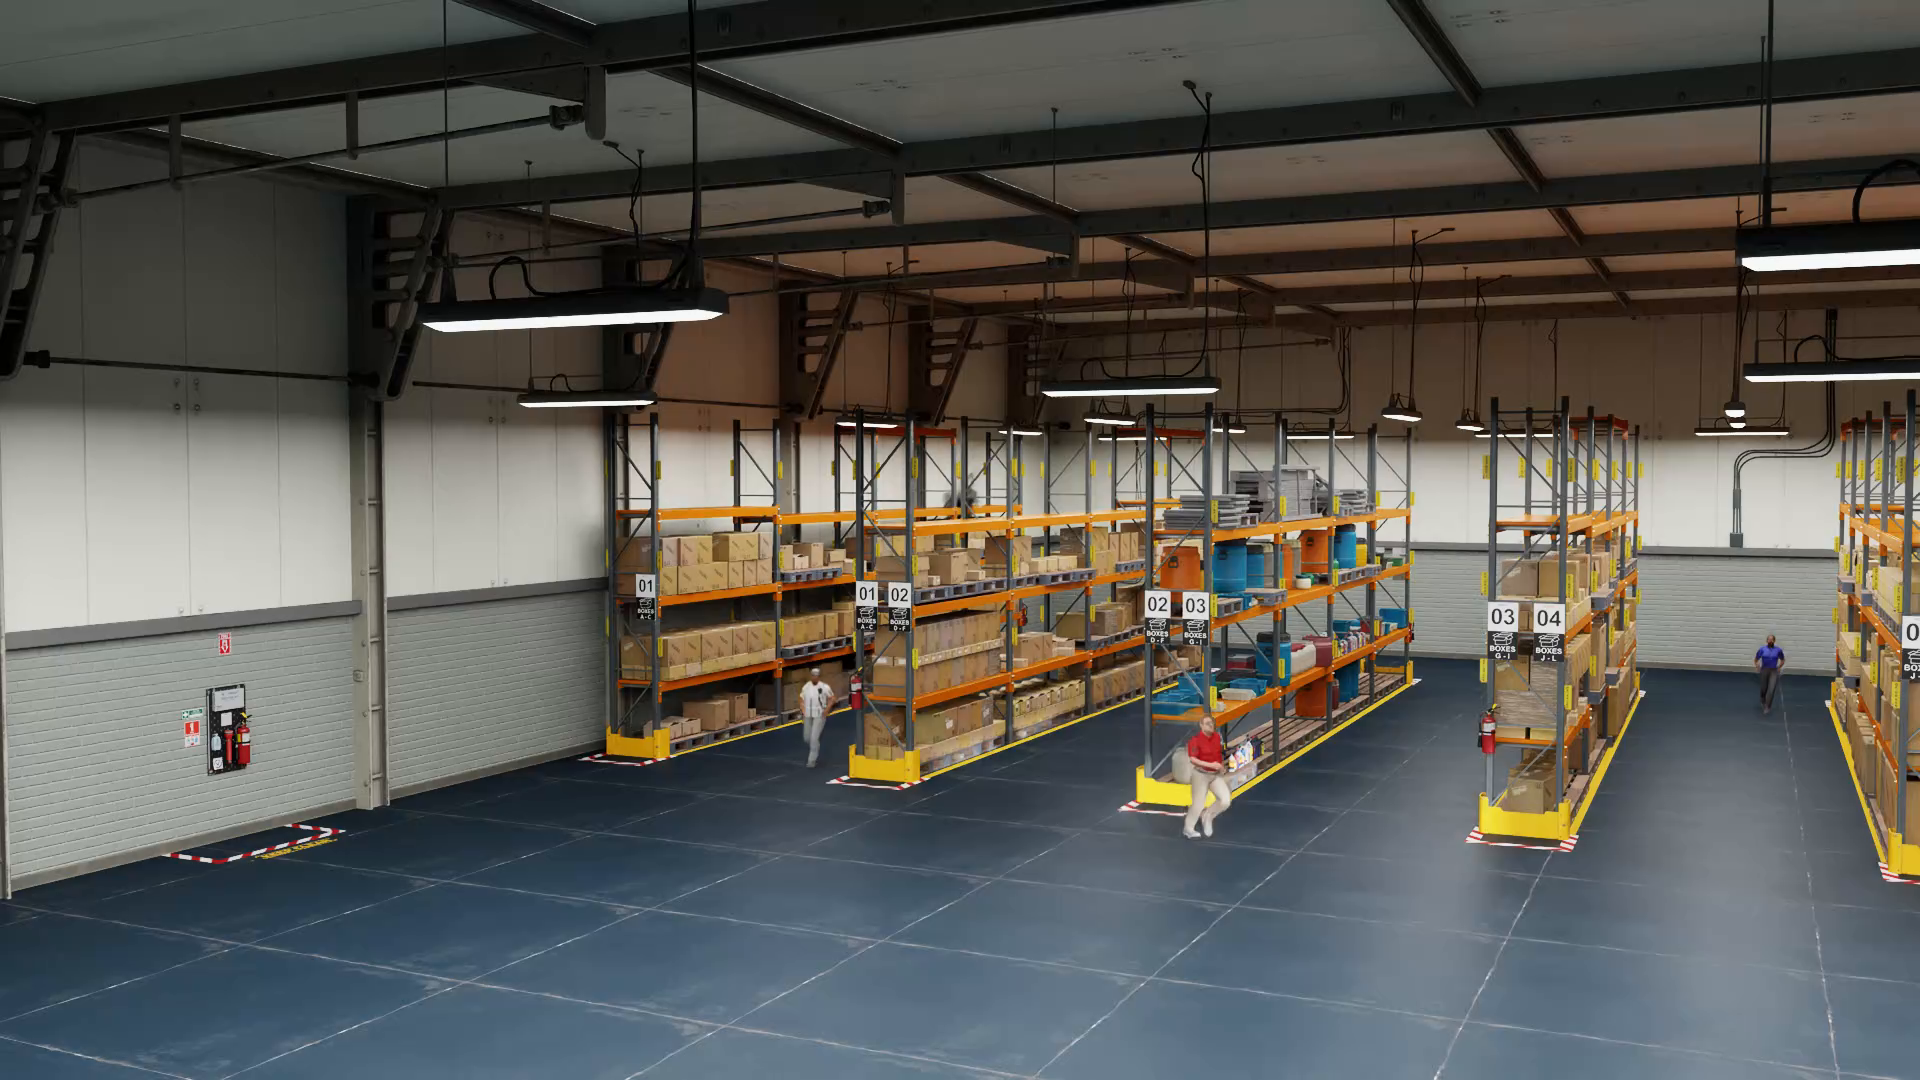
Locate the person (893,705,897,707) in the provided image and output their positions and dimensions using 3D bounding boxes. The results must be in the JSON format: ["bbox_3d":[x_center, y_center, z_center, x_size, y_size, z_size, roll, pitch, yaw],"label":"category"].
[{"bbox_3d":[-1.124,2.786,31.037,0.690,1.819,0.910,1,3,23],"label":"person"}]

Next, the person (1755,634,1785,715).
[{"bbox_3d":[16.723,2.761,34.339,0.579,1.632,0.723,1,3,24],"label":"person"}]

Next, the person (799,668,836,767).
[{"bbox_3d":[-2.437,3.012,28.311,0.632,1.662,0.725,1,3,18],"label":"person"}]

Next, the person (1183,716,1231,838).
[{"bbox_3d":[3.355,3.197,22.415,0.681,1.676,0.803,-1,3,-30],"label":"person"}]
